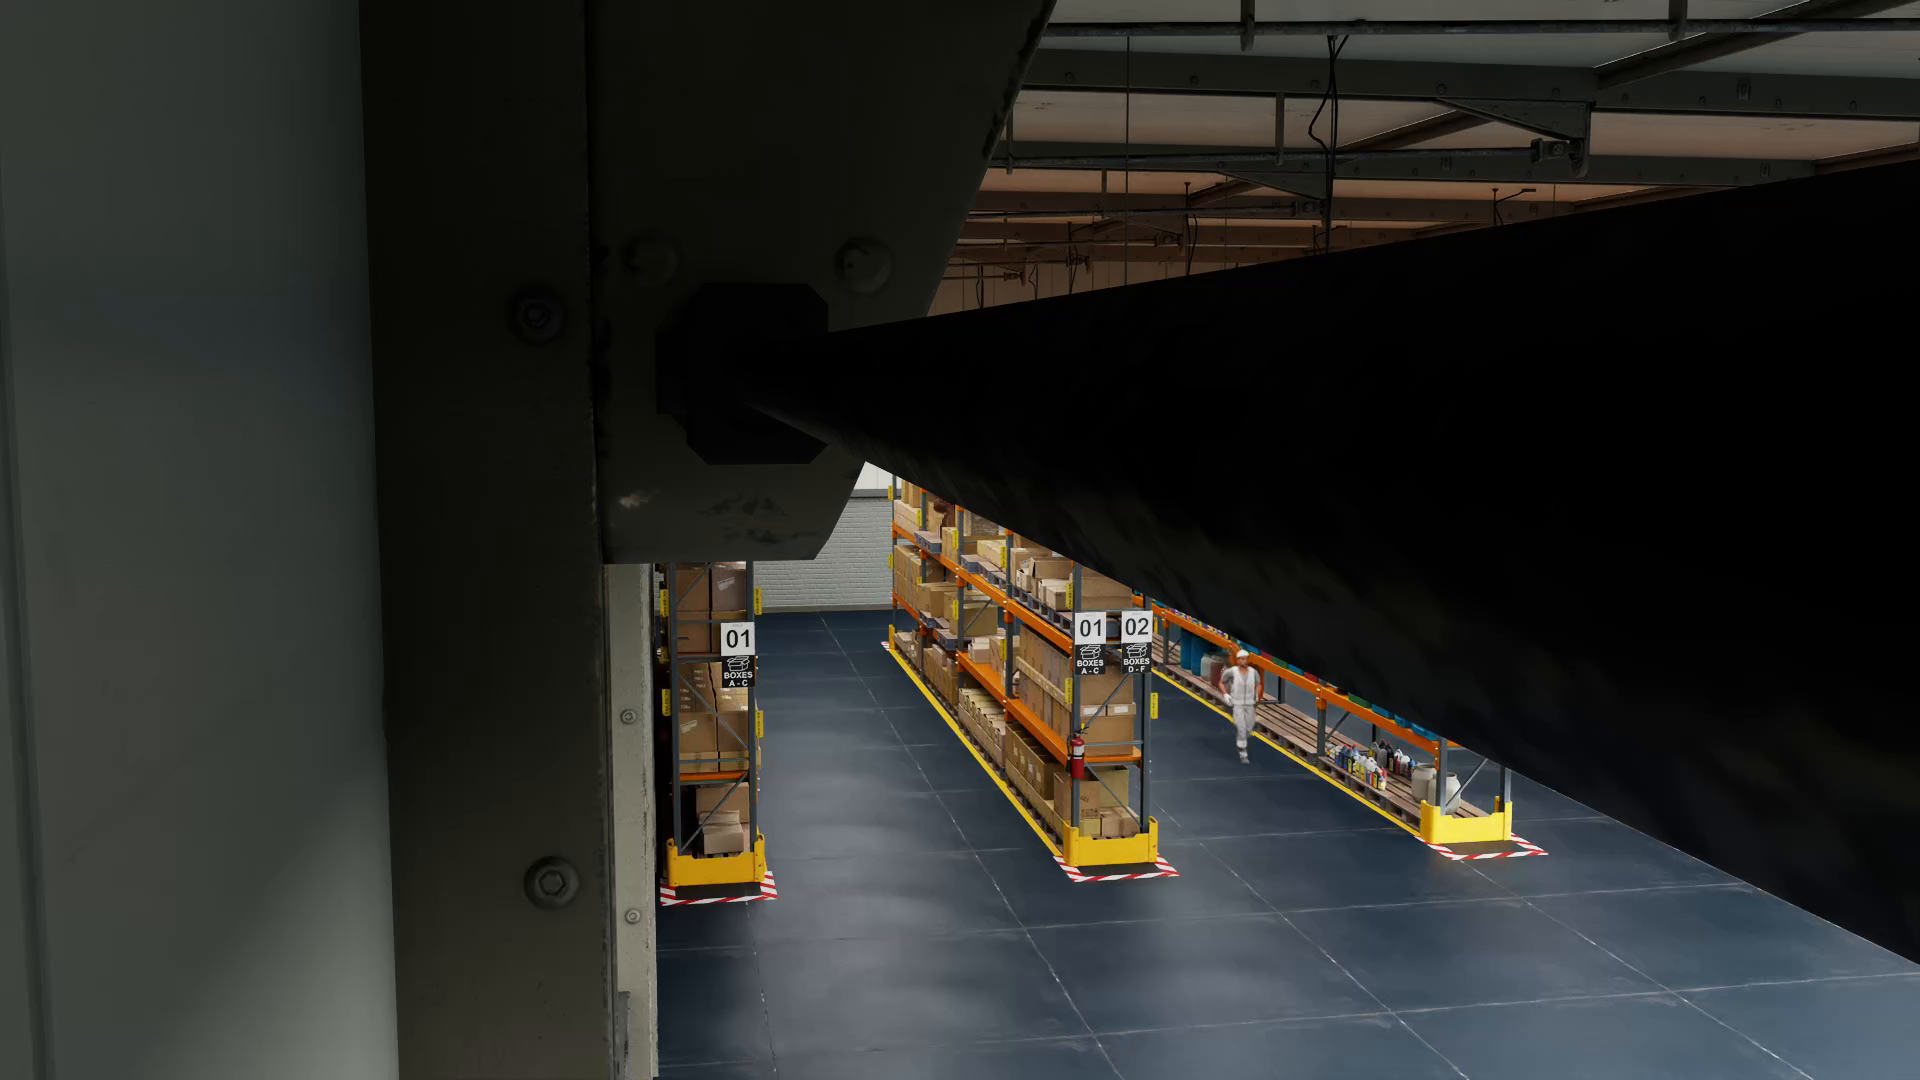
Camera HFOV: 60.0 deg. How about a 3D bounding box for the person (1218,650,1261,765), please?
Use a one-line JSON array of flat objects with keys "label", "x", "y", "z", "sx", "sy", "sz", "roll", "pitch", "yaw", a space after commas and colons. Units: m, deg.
[{"label": "person", "x": 4.442, "y": 2.606, "z": 26.287, "sx": 0.670, "sy": 1.769, "sz": 0.814, "roll": -1, "pitch": 6, "yaw": -9}]
